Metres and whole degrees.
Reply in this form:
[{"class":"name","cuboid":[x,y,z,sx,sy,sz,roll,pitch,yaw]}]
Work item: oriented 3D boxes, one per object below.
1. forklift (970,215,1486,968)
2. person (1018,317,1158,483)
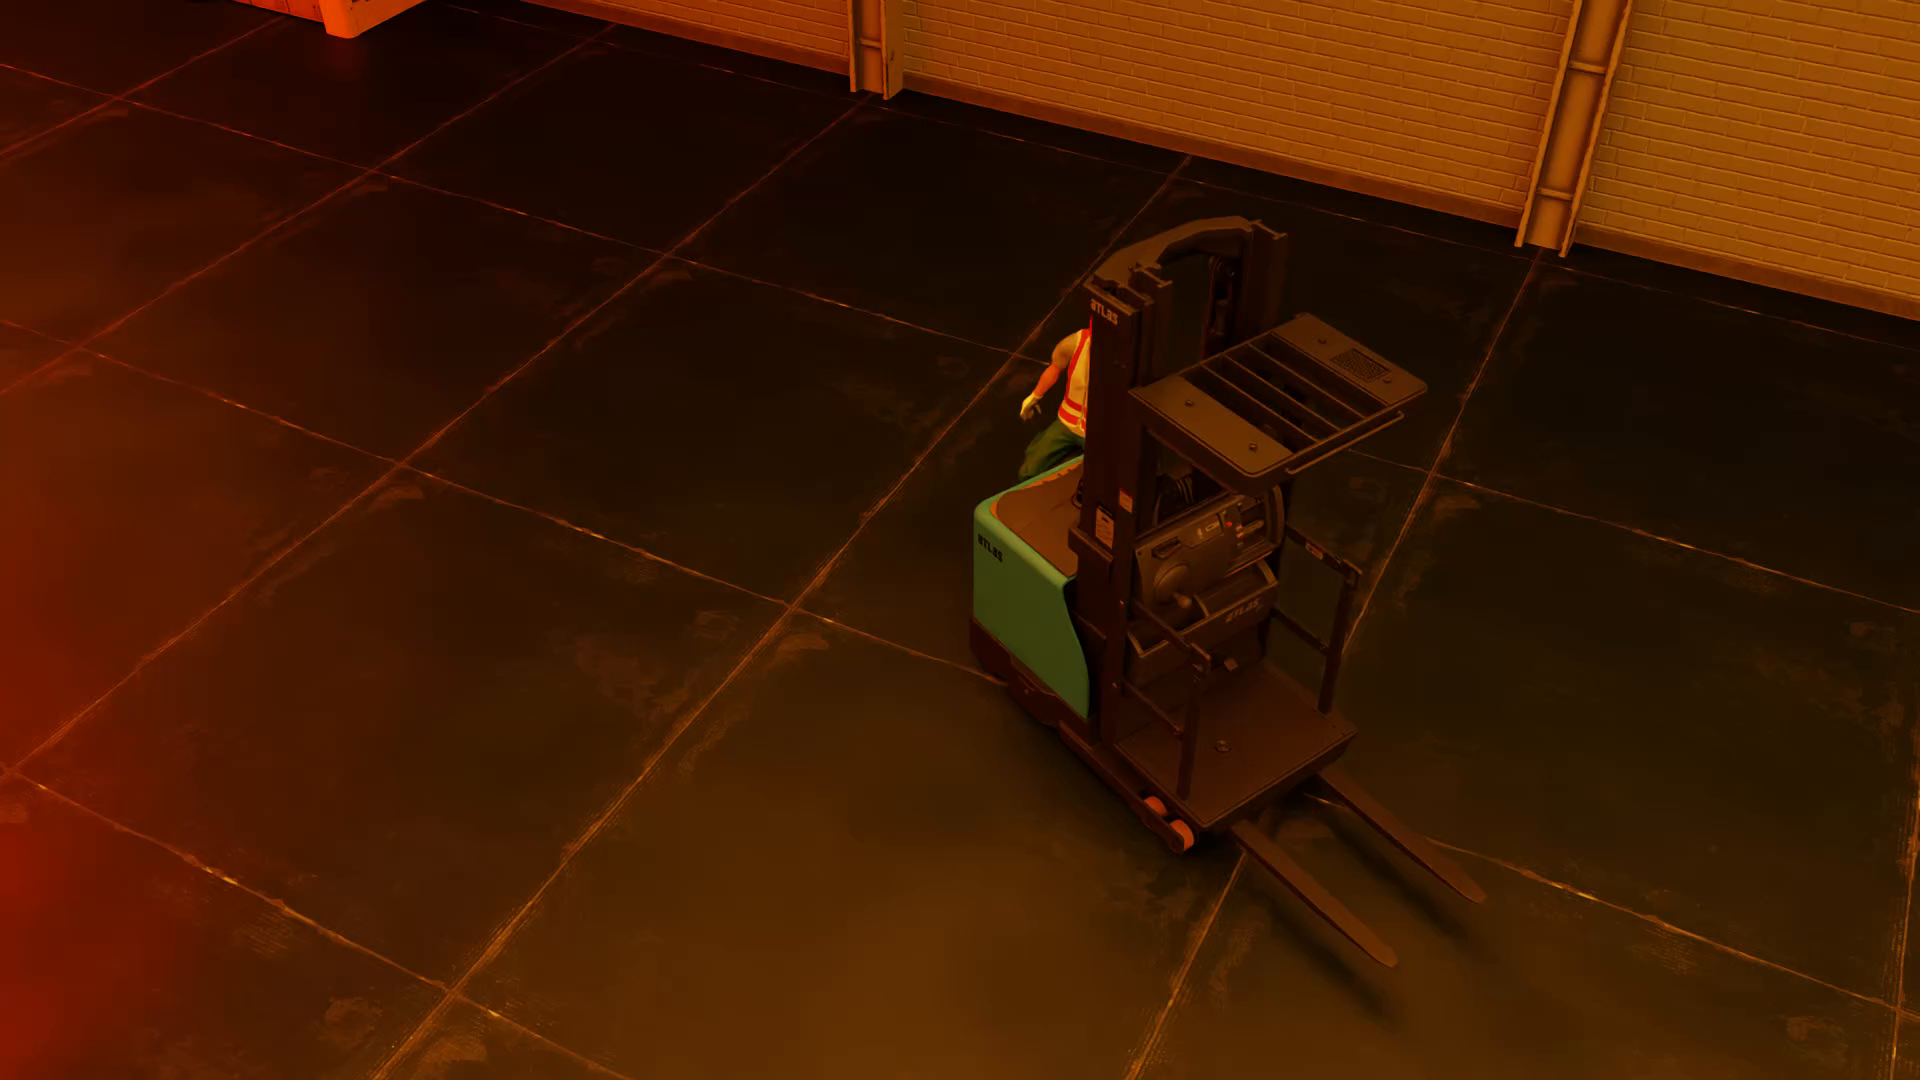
[{"class":"forklift","cuboid":[1.335,0.093,7.876,1.130,2.935,3.031,-25,46,-27]},{"class":"person","cuboid":[0.774,-0.668,9.775,0.968,1.669,0.600,22,45,24]}]
